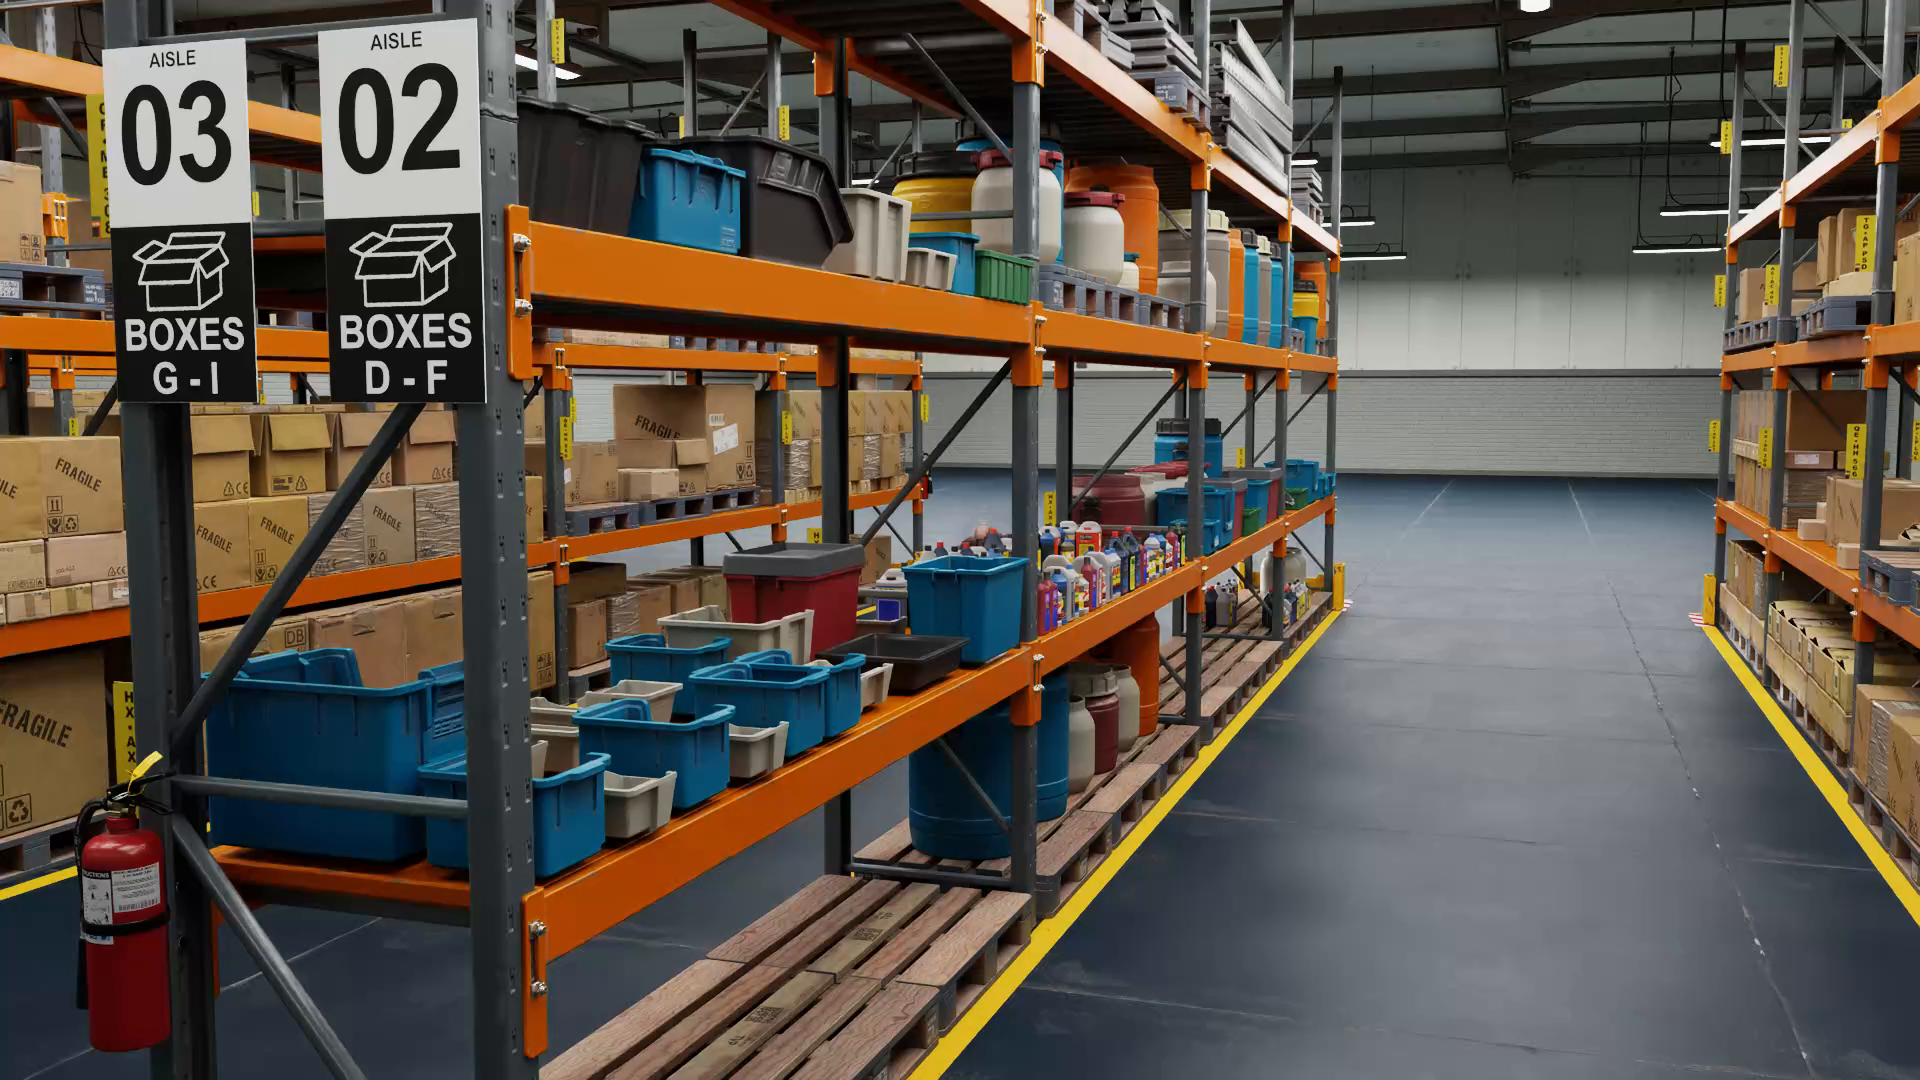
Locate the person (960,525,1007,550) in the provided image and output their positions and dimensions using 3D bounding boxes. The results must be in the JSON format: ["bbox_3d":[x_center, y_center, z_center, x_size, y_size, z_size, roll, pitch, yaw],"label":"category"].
[{"bbox_3d":[0.292,0.388,16.763,0.620,1.125,0.852,2,5,18],"label":"person"}]
